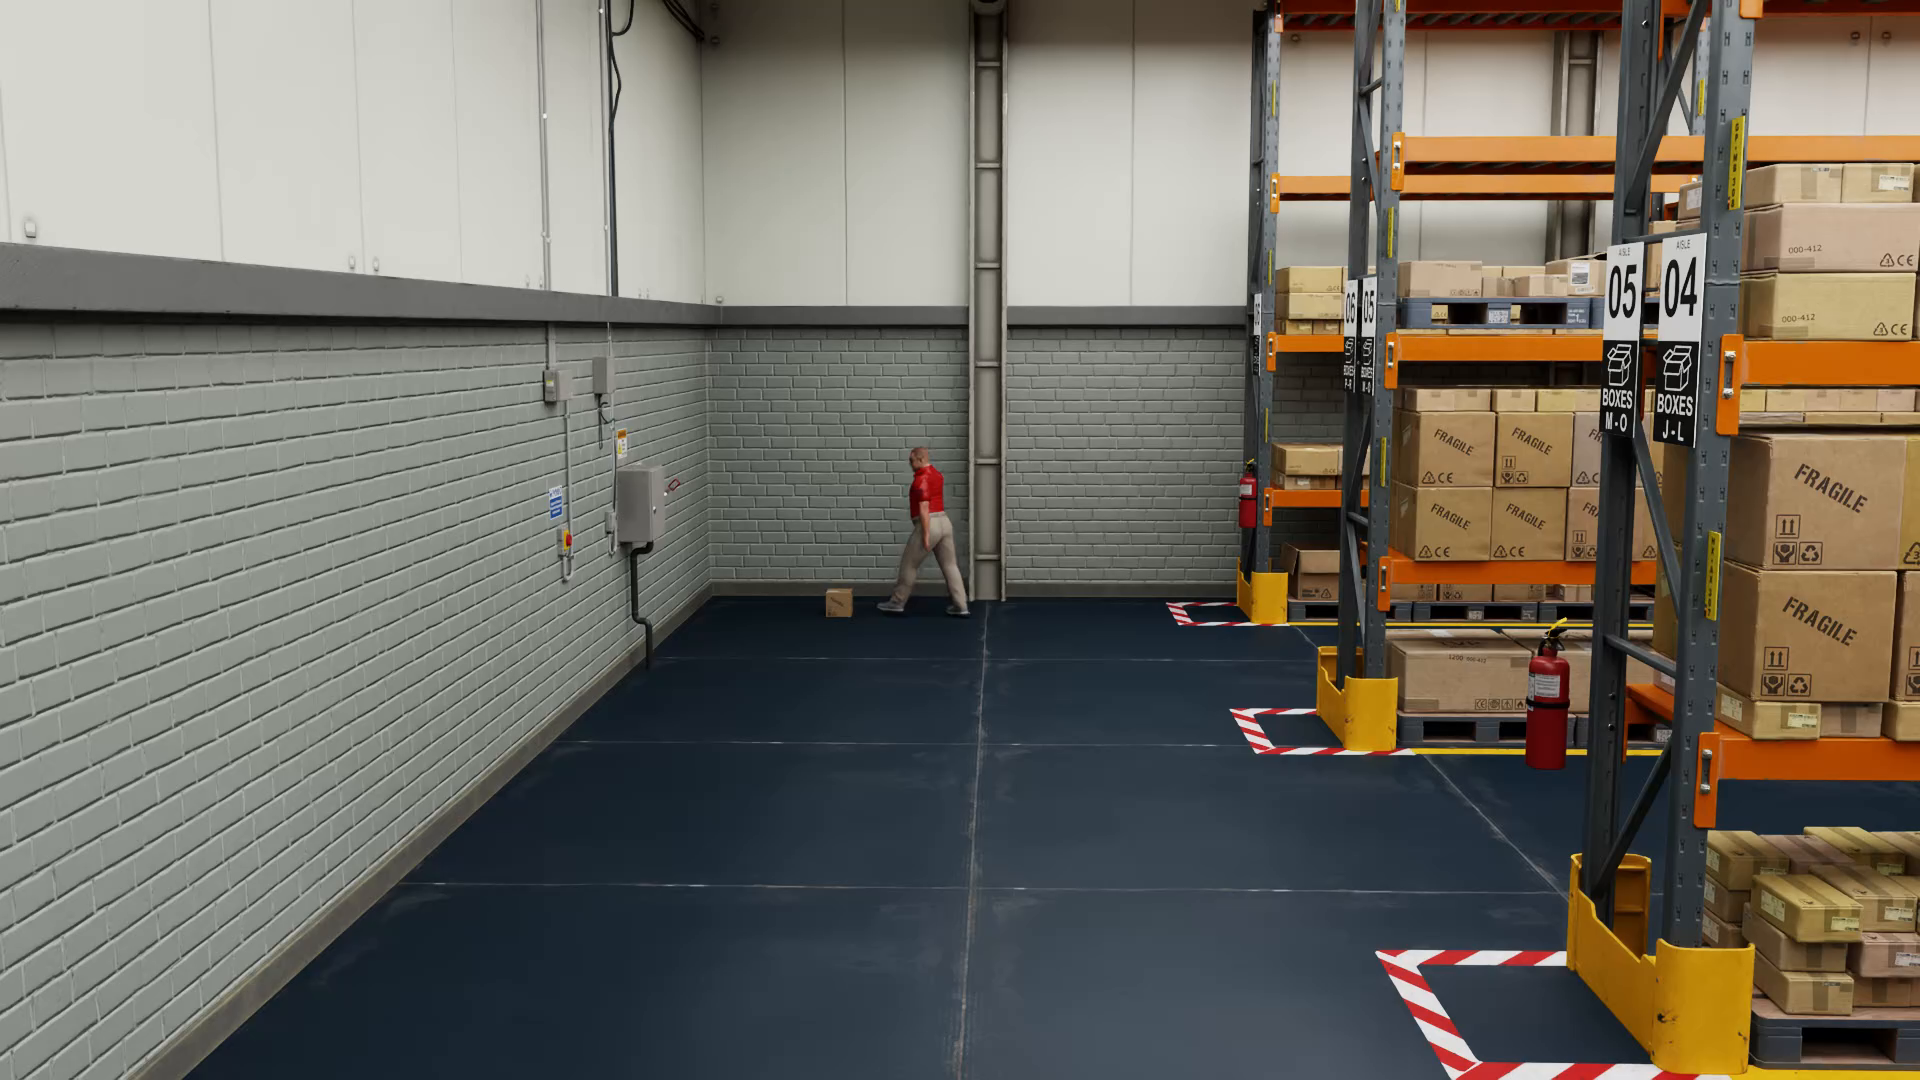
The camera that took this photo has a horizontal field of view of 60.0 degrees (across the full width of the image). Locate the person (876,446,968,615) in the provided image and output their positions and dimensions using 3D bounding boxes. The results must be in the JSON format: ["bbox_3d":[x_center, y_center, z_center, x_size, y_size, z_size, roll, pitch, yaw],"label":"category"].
[{"bbox_3d":[-0.349,-0.098,16.603,0.930,1.678,0.547,5,9,37],"label":"person"}]
